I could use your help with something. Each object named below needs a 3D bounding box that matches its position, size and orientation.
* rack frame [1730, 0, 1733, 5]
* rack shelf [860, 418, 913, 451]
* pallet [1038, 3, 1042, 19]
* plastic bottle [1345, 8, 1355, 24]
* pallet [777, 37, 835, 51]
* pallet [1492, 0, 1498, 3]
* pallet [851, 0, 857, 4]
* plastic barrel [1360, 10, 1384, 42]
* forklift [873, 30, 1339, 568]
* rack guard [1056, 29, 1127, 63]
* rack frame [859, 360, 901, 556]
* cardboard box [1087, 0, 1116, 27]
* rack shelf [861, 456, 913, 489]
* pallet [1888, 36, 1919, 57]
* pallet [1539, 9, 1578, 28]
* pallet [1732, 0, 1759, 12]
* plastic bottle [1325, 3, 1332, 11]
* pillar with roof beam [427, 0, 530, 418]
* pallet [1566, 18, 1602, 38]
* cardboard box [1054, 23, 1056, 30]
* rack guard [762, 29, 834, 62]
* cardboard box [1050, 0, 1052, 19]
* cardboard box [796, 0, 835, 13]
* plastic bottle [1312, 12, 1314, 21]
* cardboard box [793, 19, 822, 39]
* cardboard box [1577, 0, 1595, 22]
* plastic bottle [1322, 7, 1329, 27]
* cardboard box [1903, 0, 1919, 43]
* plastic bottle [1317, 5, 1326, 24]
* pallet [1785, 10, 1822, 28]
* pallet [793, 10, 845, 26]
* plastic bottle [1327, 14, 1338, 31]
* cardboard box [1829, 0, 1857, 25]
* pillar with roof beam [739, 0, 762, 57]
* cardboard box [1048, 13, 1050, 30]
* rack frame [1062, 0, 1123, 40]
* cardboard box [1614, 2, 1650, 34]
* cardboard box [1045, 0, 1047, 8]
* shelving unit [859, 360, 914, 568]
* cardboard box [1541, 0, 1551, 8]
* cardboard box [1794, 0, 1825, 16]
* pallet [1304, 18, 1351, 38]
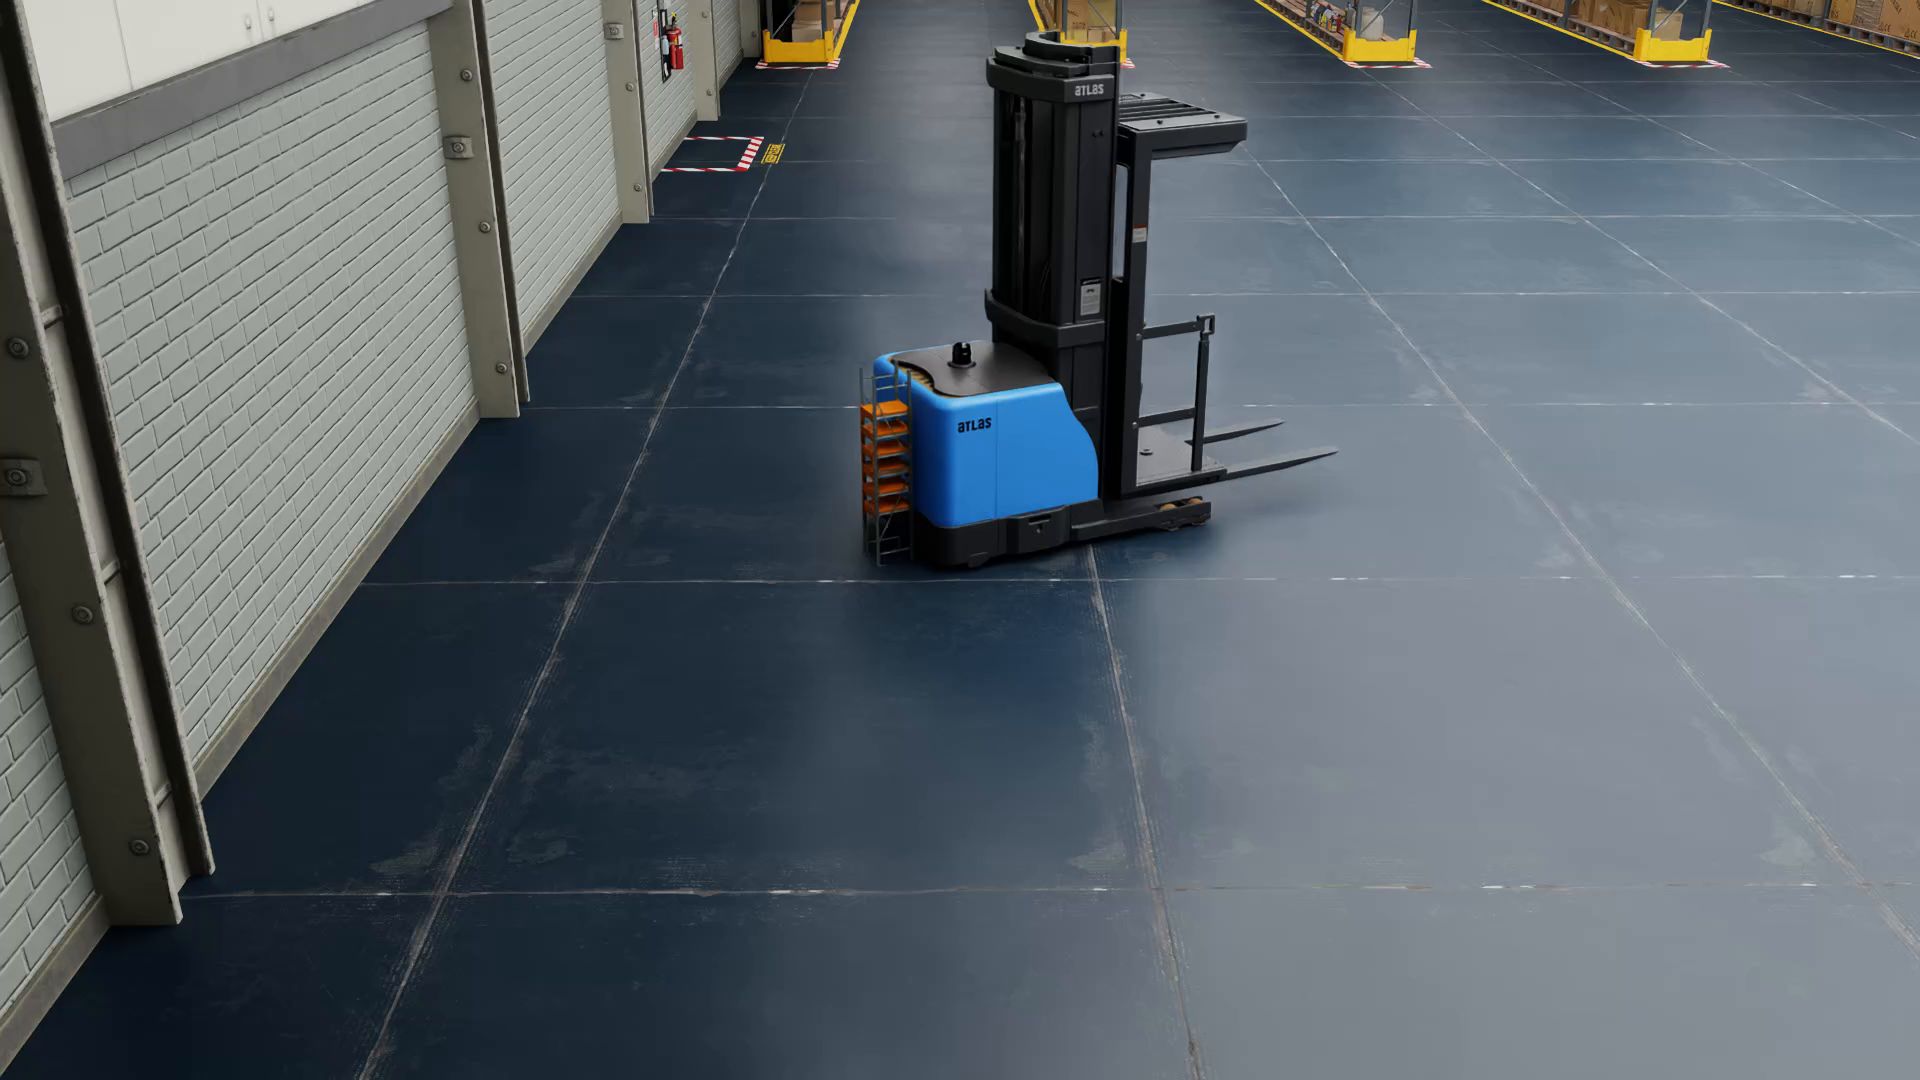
[{"bbox_3d":[16.997,-12.827,34.972,1.000,3.000,0.127,0,24,-1],"label":"rack frame"},{"bbox_3d":[-0.429,-0.617,9.683,0.258,0.103,0.180,-12,27,-24],"label":"rack shelf"},{"bbox_3d":[2.111,-10.692,33.635,1.003,0.211,1.213,0,24,-1],"label":"pallet"},{"bbox_3d":[7.276,-9.782,31.009,0.152,0.276,0.135,0,24,-1],"label":"plastic bottle"},{"bbox_3d":[-2.710,-8.579,28.963,1.003,0.211,1.213,0,24,-1],"label":"pallet"},{"bbox_3d":[12.103,-11.901,36.308,1.003,0.211,1.213,0,24,-1],"label":"pallet"},{"bbox_3d":[-2.756,-11.835,36.161,1.003,0.211,1.213,0,24,-1],"label":"pallet"},{"bbox_3d":[7.087,-8.857,28.702,0.421,0.512,0.421,0,24,0],"label":"plastic barrel"},{"bbox_3d":[1.011,-1.574,10.173,3.031,2.935,1.130,-11,27,-24],"label":"forklift"},{"bbox_3d":[2.218,-8.358,28.124,1.175,0.500,0.348,0,24,-1],"label":"rack guard"},{"bbox_3d":[-0.469,-0.473,9.839,0.240,1.200,0.006,-12,27,-24],"label":"rack frame"},{"bbox_3d":[2.427,-9.215,28.903,0.500,0.500,0.500,0,24,-1],"label":"cardboard box"},{"bbox_3d":[-0.429,-0.398,9.782,0.258,0.103,0.180,-12,27,-24],"label":"rack shelf"},{"bbox_3d":[16.997,-8.589,28.986,1.003,0.211,1.213,0,24,-1],"label":"pallet"},{"bbox_3d":[12.070,-10.249,32.654,1.003,0.211,1.213,0,24,-1],"label":"pallet"},{"bbox_3d":[16.930,-11.232,34.828,1.003,0.211,1.213,0,24,-1],"label":"pallet"},{"bbox_3d":[6.865,-9.836,31.038,0.144,0.351,0.185,0,24,-1],"label":"plastic bottle"},{"bbox_3d":[0.893,-5.104,10.614,9.100,9.000,0.400,0,24,-1],"label":"pillar with roof beam"},{"bbox_3d":[12.122,-9.651,31.334,1.003,0.211,1.213,0,24,-1],"label":"pallet"},{"bbox_3d":[1.899,-8.871,29.052,0.500,0.250,0.500,0,24,-1],"label":"cardboard box"},{"bbox_3d":[-2.737,-8.376,28.163,1.175,0.500,0.348,0,24,-1],"label":"rack guard"},{"bbox_3d":[1.884,-9.625,29.809,0.500,0.500,0.500,0,24,-1],"label":"cardboard box"},{"bbox_3d":[-2.804,-10.496,32.318,0.700,0.500,0.500,1,24,1],"label":"cardboard box"},{"bbox_3d":[6.694,-9.885,31.327,0.097,0.201,0.097,0,24,0],"label":"plastic bottle"},{"bbox_3d":[-2.660,-8.979,29.193,0.500,0.311,0.500,2,24,4],"label":"cardboard box"},{"bbox_3d":[12.044,-10.086,31.434,0.500,0.500,0.500,-1,24,-2],"label":"cardboard box"},{"bbox_3d":[6.727,-9.582,30.478,0.144,0.351,0.185,0,24,-1],"label":"plastic bottle"},{"bbox_3d":[17.011,-9.033,28.652,0.875,0.875,0.875,0,24,0],"label":"cardboard box"},{"bbox_3d":[6.723,-9.758,30.865,0.144,0.351,0.185,-1,24,-3],"label":"plastic bottle"},{"bbox_3d":[16.957,-10.226,32.605,1.003,0.211,1.213,0,24,-1],"label":"pallet"},{"bbox_3d":[-2.790,-10.182,32.507,1.003,0.211,1.213,0,24,-1],"label":"pallet"},{"bbox_3d":[6.737,-9.346,30.046,0.152,0.276,0.135,0,24,0],"label":"plastic bottle"},{"bbox_3d":[16.977,-10.143,31.105,0.875,0.875,0.875,0,24,0],"label":"cardboard box"},{"bbox_3d":[0.696,-12.521,27.014,9.100,9.000,0.400,0,24,-1],"label":"pillar with roof beam"},{"bbox_3d":[1.876,-9.489,30.419,0.500,0.250,0.500,0,24,-1],"label":"cardboard box"},{"bbox_3d":[2.217,-9.507,27.631,1.000,3.000,0.127,0,24,-1],"label":"rack frame"},{"bbox_3d":[12.104,-9.364,29.839,0.500,0.500,0.500,2,24,4],"label":"cardboard box"},{"bbox_3d":[1.866,-10.243,31.175,0.500,0.500,0.500,0,24,-1],"label":"cardboard box"},{"bbox_3d":[-0.429,-0.439,9.764,0.258,1.200,0.189,-12,27,-24],"label":"shelving unit"},{"bbox_3d":[12.101,-10.940,33.299,0.700,0.500,0.500,-2,24,-5],"label":"cardboard box"},{"bbox_3d":[16.944,-10.601,32.269,1.050,0.750,0.750,0,24,-1],"label":"cardboard box"},{"bbox_3d":[7.093,-9.629,31.284,1.003,0.211,1.213,0,24,-1],"label":"pallet"}]
